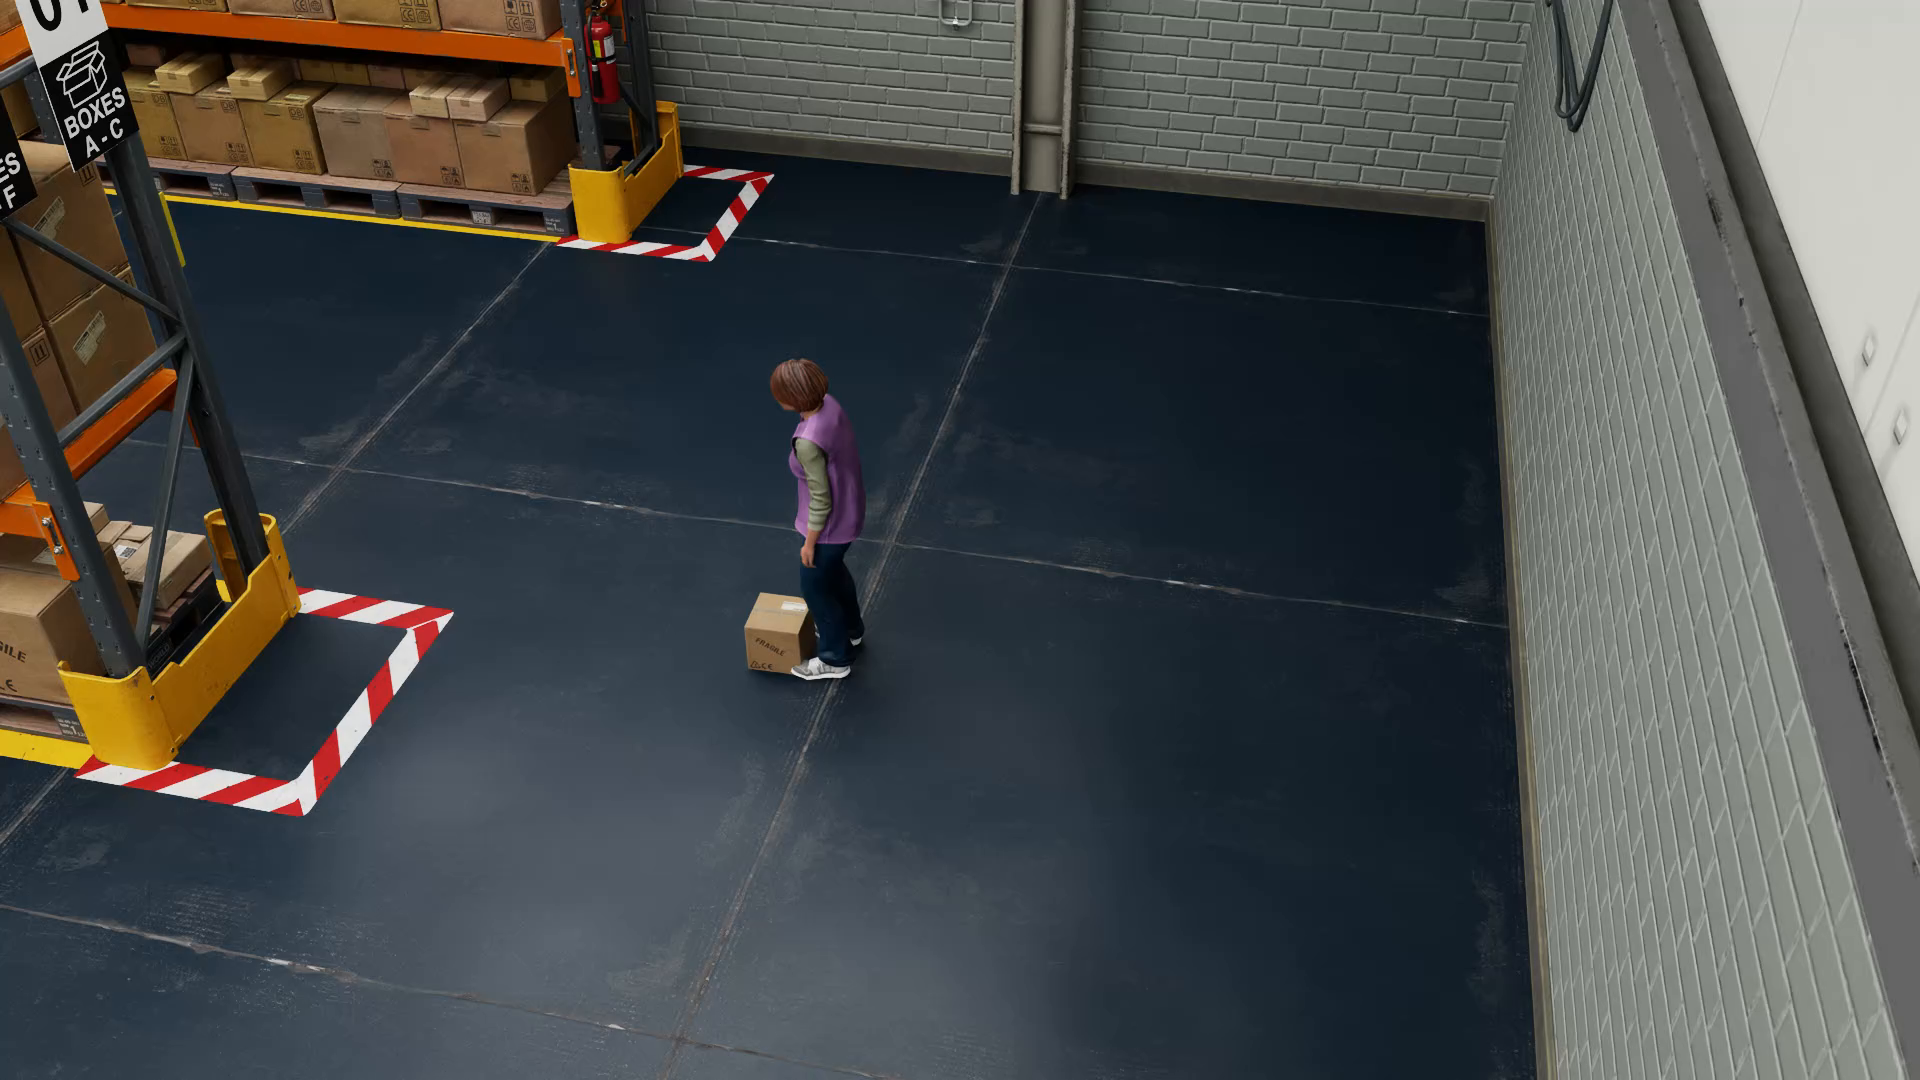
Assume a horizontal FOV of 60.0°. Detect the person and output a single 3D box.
[{"bbox_3d":[-0.578,-0.083,7.082,0.347,1.591,0.482,5,37,7],"label":"person"}]
